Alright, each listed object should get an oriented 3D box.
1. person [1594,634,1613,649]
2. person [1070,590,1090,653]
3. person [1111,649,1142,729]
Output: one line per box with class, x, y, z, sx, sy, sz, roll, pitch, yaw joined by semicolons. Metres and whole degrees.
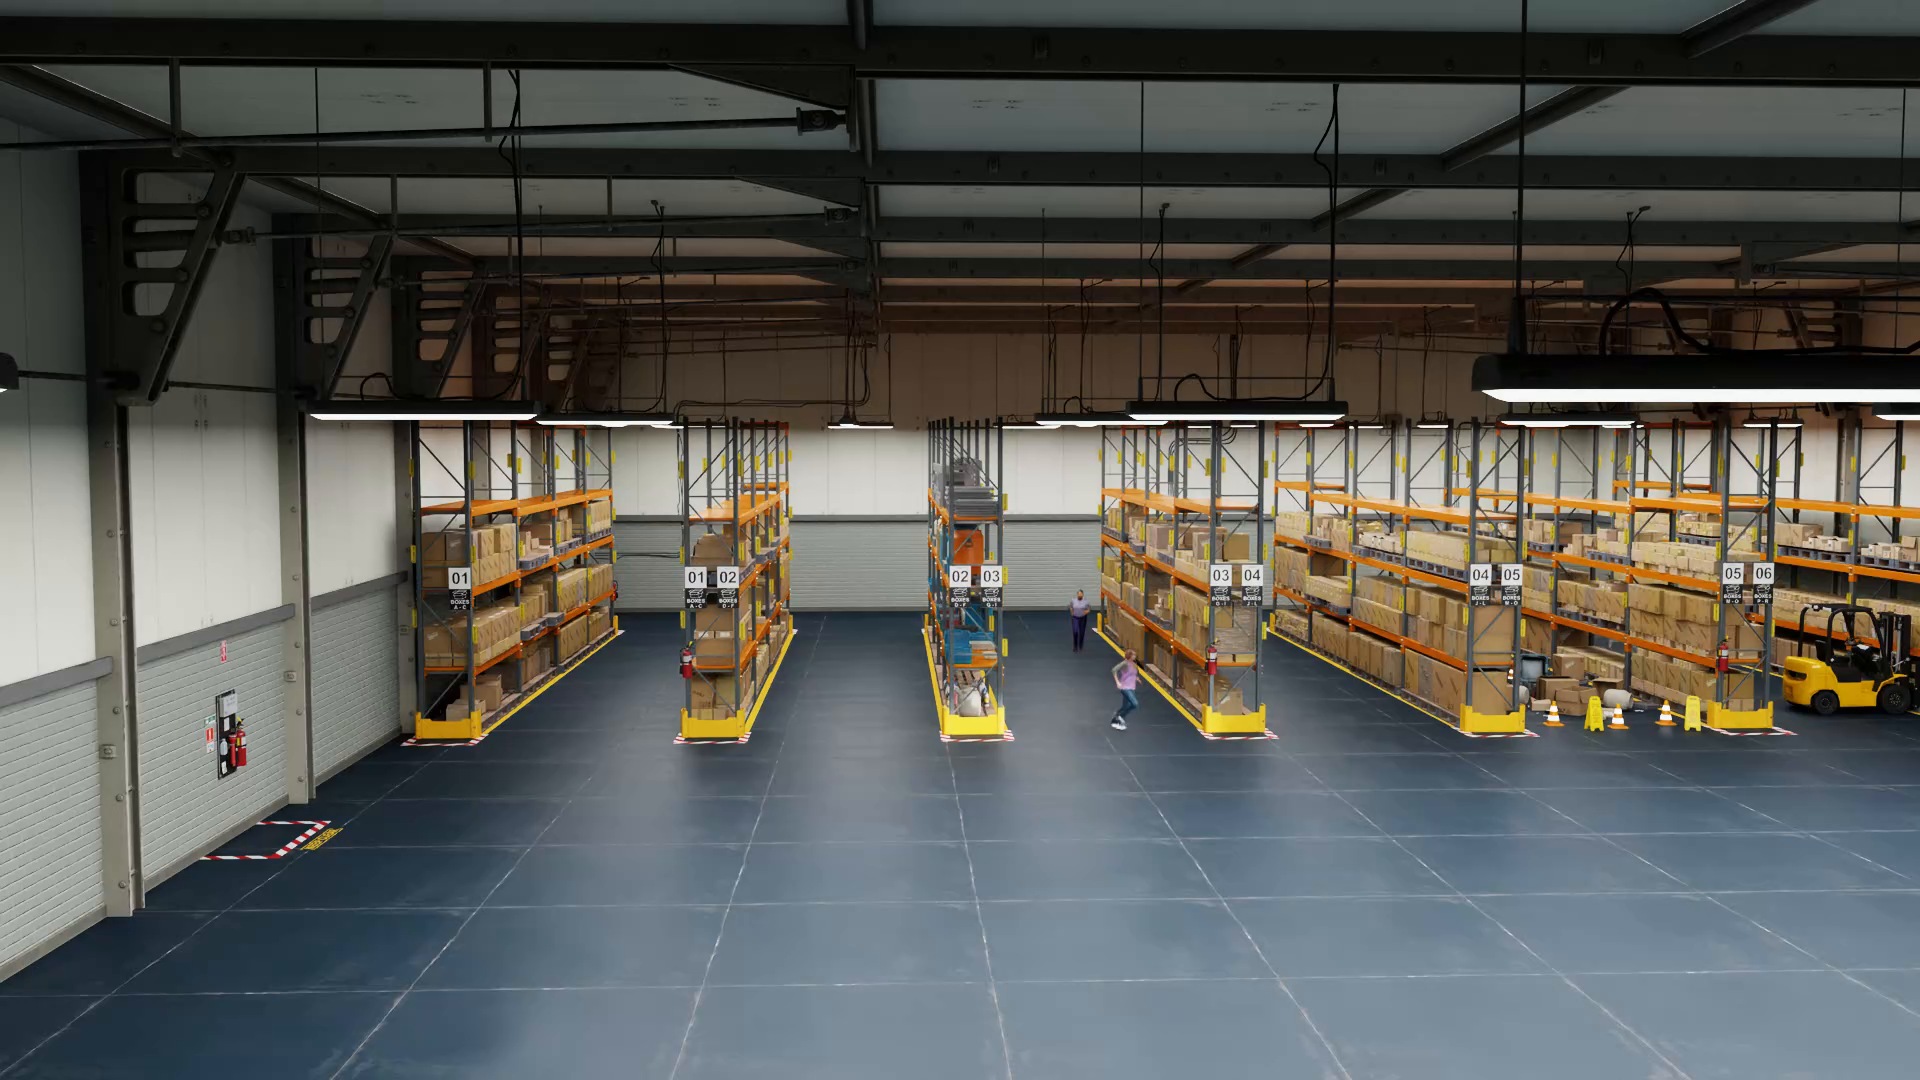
person;16.702;2.053;43.344;0.608;1.660;0.870;-1;4;-8
person;3.113;2.111;43.155;0.501;1.665;0.800;0;4;-2
person;3.176;2.857;31.831;0.600;1.554;0.620;3;5;37
